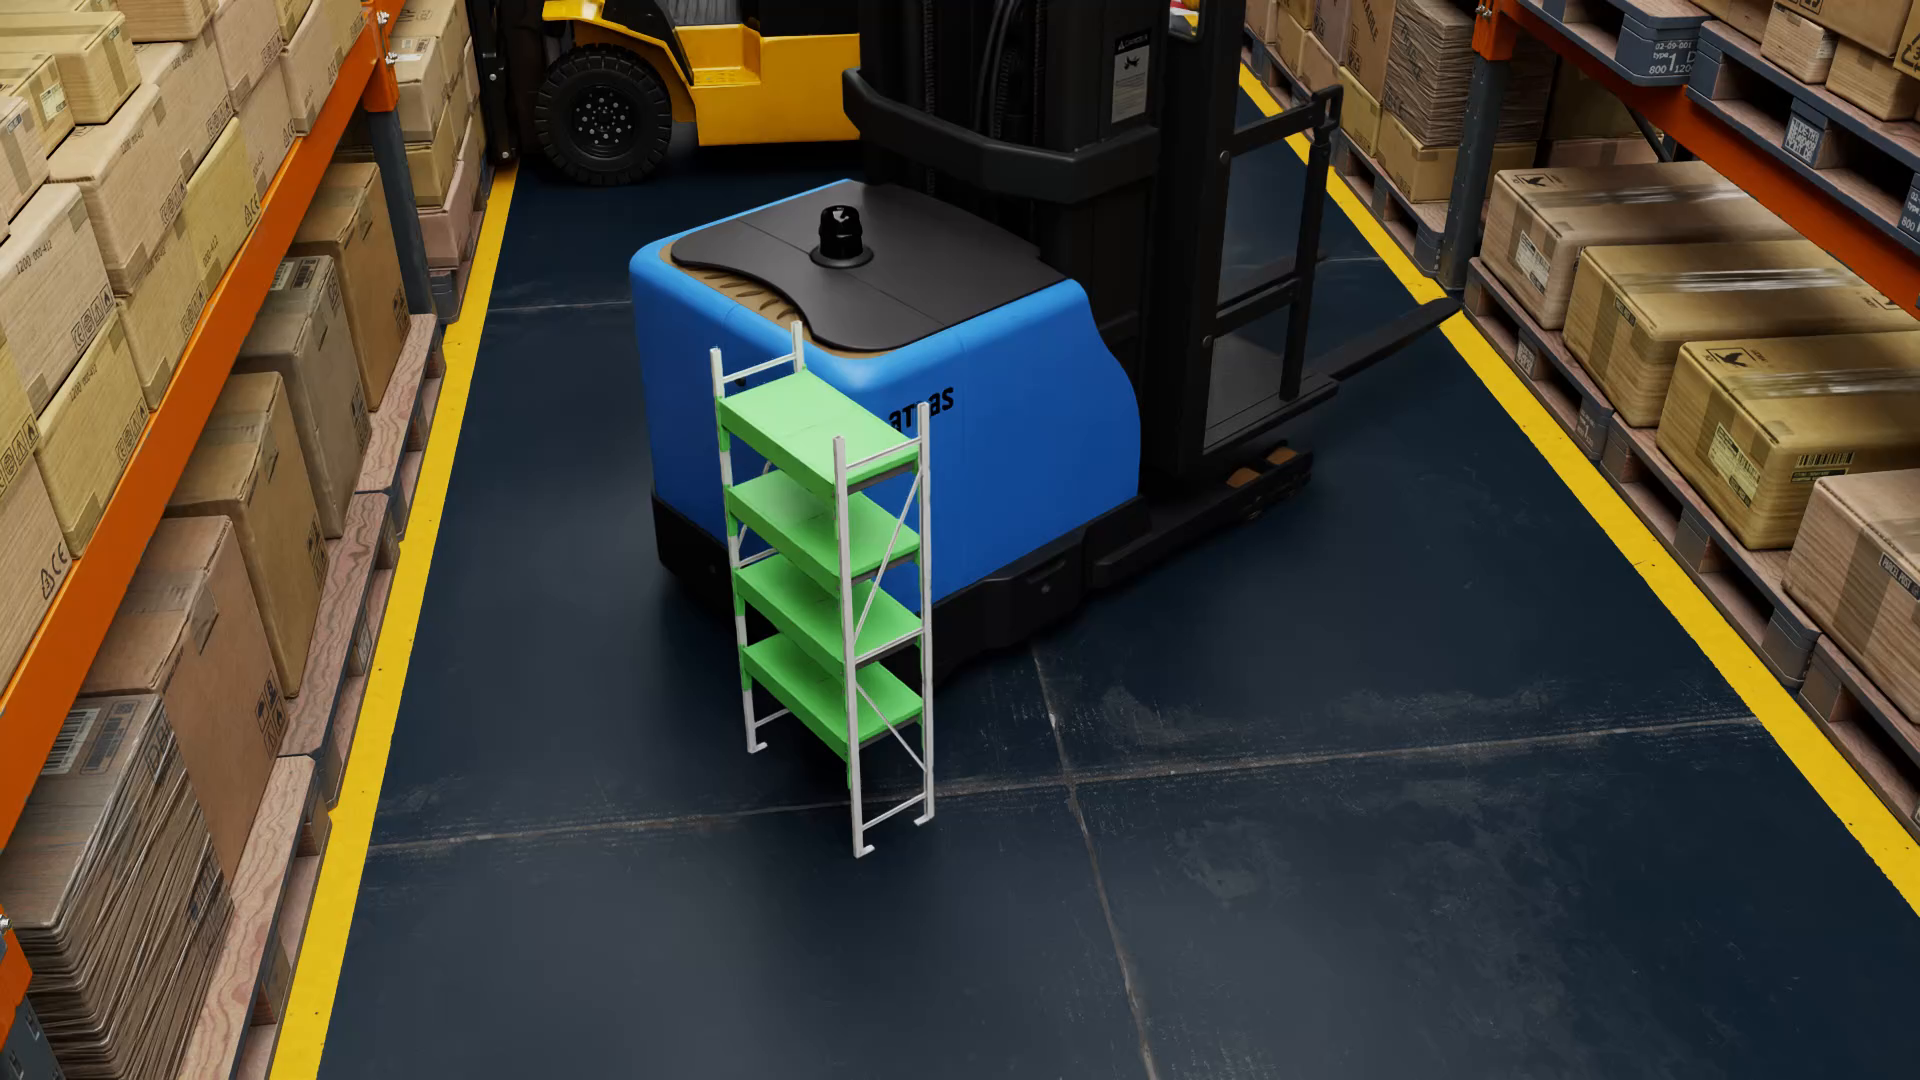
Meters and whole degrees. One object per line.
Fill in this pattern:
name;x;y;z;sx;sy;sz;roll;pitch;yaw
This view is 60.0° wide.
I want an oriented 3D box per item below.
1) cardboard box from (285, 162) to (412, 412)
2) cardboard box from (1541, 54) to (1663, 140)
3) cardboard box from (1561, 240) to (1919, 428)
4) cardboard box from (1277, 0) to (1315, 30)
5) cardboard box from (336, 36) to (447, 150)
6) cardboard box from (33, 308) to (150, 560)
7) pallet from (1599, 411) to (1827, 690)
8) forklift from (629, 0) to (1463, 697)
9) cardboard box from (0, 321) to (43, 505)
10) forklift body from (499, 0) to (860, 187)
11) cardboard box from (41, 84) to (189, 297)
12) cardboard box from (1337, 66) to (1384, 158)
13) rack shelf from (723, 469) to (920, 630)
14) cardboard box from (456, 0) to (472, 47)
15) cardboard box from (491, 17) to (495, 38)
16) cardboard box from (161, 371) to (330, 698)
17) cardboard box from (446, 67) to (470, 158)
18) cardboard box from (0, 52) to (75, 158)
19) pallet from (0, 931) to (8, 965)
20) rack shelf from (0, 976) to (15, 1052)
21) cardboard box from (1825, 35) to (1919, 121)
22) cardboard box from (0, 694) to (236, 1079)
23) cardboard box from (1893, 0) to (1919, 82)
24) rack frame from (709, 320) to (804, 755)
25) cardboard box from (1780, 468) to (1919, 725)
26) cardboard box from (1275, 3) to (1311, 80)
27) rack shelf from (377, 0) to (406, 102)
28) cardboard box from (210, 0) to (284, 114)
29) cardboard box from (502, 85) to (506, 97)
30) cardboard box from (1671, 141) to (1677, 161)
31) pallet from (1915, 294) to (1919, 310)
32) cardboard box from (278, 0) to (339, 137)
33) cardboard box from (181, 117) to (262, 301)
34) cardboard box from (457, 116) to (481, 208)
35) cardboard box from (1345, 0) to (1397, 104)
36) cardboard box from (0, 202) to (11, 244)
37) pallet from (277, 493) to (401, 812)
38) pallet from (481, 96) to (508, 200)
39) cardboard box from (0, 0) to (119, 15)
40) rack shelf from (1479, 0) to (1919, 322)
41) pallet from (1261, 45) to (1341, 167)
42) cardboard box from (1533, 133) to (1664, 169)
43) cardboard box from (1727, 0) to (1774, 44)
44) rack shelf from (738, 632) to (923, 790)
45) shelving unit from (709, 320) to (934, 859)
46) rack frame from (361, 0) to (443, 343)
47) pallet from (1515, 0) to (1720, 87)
cardboard box;-2.386;-0.833;5.545;0.875;0.625;0.625;-3;34;-4
cardboard box;2.639;-2.006;6.933;0.500;0.500;0.500;-3;34;-4
cardboard box;2.624;-0.703;5.579;0.950;0.372;0.625;-2;34;-3
cardboard box;1.885;-2.832;8.145;0.500;0.500;0.500;-4;34;-5
cardboard box;-2.222;-1.675;6.225;0.500;0.250;0.500;-5;35;-7
cardboard box;-1.810;-0.184;2.990;0.500;0.250;0.500;-5;35;-7
pallet;2.724;-0.040;5.121;1.003;0.211;1.213;-4;35;-6
forklift;0.515;-1.470;4.804;3.031;2.935;1.130;-27;43;-34
cardboard box;-1.722;-0.112;2.439;0.500;0.250;0.500;-4;35;-6
forklift body;-0.943;-2.892;7.584;2.313;2.155;1.214;-4;35;-6
cardboard box;-1.866;-0.683;3.277;0.500;0.250;0.500;-5;35;-8
cardboard box;2.023;-1.952;7.520;0.500;0.250;0.500;-5;35;-8
rack shelf;-0.315;-0.009;3.884;0.258;0.148;0.480;-24;41;-31
cardboard box;-2.359;-2.238;7.051;0.500;0.250;0.500;-3;34;-5
cardboard box;-2.420;-2.312;7.605;0.500;0.250;0.500;-4;35;-7
cardboard box;-2.186;0.020;4.293;0.875;0.625;0.625;-6;35;-8
cardboard box;-2.296;-1.749;6.778;0.500;0.250;0.500;-5;35;-7
cardboard box;-1.889;-0.782;3.069;0.380;0.149;0.250;-4;34;-6
pallet;-1.769;0.753;1.651;1.213;0.211;1.003;-4;35;-6
rack shelf;-1.661;1.714;0.710;1.077;0.370;4.000;-4;35;-6
cardboard box;2.424;-1.170;4.154;0.380;0.149;0.250;-5;35;-8
cardboard box;-2.000;0.760;3.207;0.875;0.625;0.625;-3;34;-5
cardboard box;2.502;-1.217;3.646;0.500;0.500;0.500;-7;35;-10
rack frame;-0.466;0.029;4.142;0.240;1.200;0.015;-24;41;-31
cardboard box;2.815;0.108;4.388;0.950;0.372;0.625;-5;35;-7
cardboard box;1.894;-2.518;8.351;0.500;0.250;0.500;-2;34;-3
rack shelf;-2.737;-2.750;7.260;1.077;0.370;4.000;-4;35;-6
cardboard box;-2.009;-1.249;4.108;0.500;0.250;0.500;-4;34;-5
cardboard box;-2.421;-2.116;7.760;0.500;0.250;0.500;-3;34;-5
cardboard box;3.655;-1.978;7.707;0.500;0.500;0.500;20;39;26
pallet;2.787;-0.387;3.325;1.213;0.211;1.003;-4;35;-6
cardboard box;-2.067;-1.328;4.668;0.500;0.250;0.500;-5;35;-7
cardboard box;-1.954;-0.761;3.836;0.500;0.250;0.500;-3;34;-5
cardboard box;-2.288;-1.546;6.923;0.500;0.250;0.500;-5;35;-7
cardboard box;2.035;-2.250;7.291;0.500;0.500;0.500;-4;34;-6
cardboard box;-1.778;-0.499;2.654;0.380;0.149;0.250;-3;34;-5
pallet;-2.162;0.312;4.605;1.003;0.211;1.213;-4;35;-6
pallet;-2.700;-1.908;7.862;1.003;0.211;1.213;-4;35;-6
cardboard box;-1.995;-1.066;3.485;0.380;0.149;0.250;-4;35;-6
rack shelf;2.719;-0.896;4.540;1.077;0.370;4.000;-4;35;-6
pallet;2.158;-2.211;8.307;1.003;0.211;1.213;-4;35;-6
cardboard box;2.639;-1.696;7.144;0.500;0.250;0.500;-6;35;-9
cardboard box;2.375;-1.469;4.593;0.380;0.149;0.250;-4;34;-6
rack shelf;-0.315;0.388;4.155;0.258;0.148;0.480;-24;41;-31
shelving unit;-0.315;0.137;3.984;0.258;1.200;0.503;-24;41;-31
rack frame;-2.468;-1.931;5.420;1.000;3.000;0.127;-4;35;-6
pallet;2.409;-1.792;5.387;1.003;0.211;1.213;-4;35;-6
